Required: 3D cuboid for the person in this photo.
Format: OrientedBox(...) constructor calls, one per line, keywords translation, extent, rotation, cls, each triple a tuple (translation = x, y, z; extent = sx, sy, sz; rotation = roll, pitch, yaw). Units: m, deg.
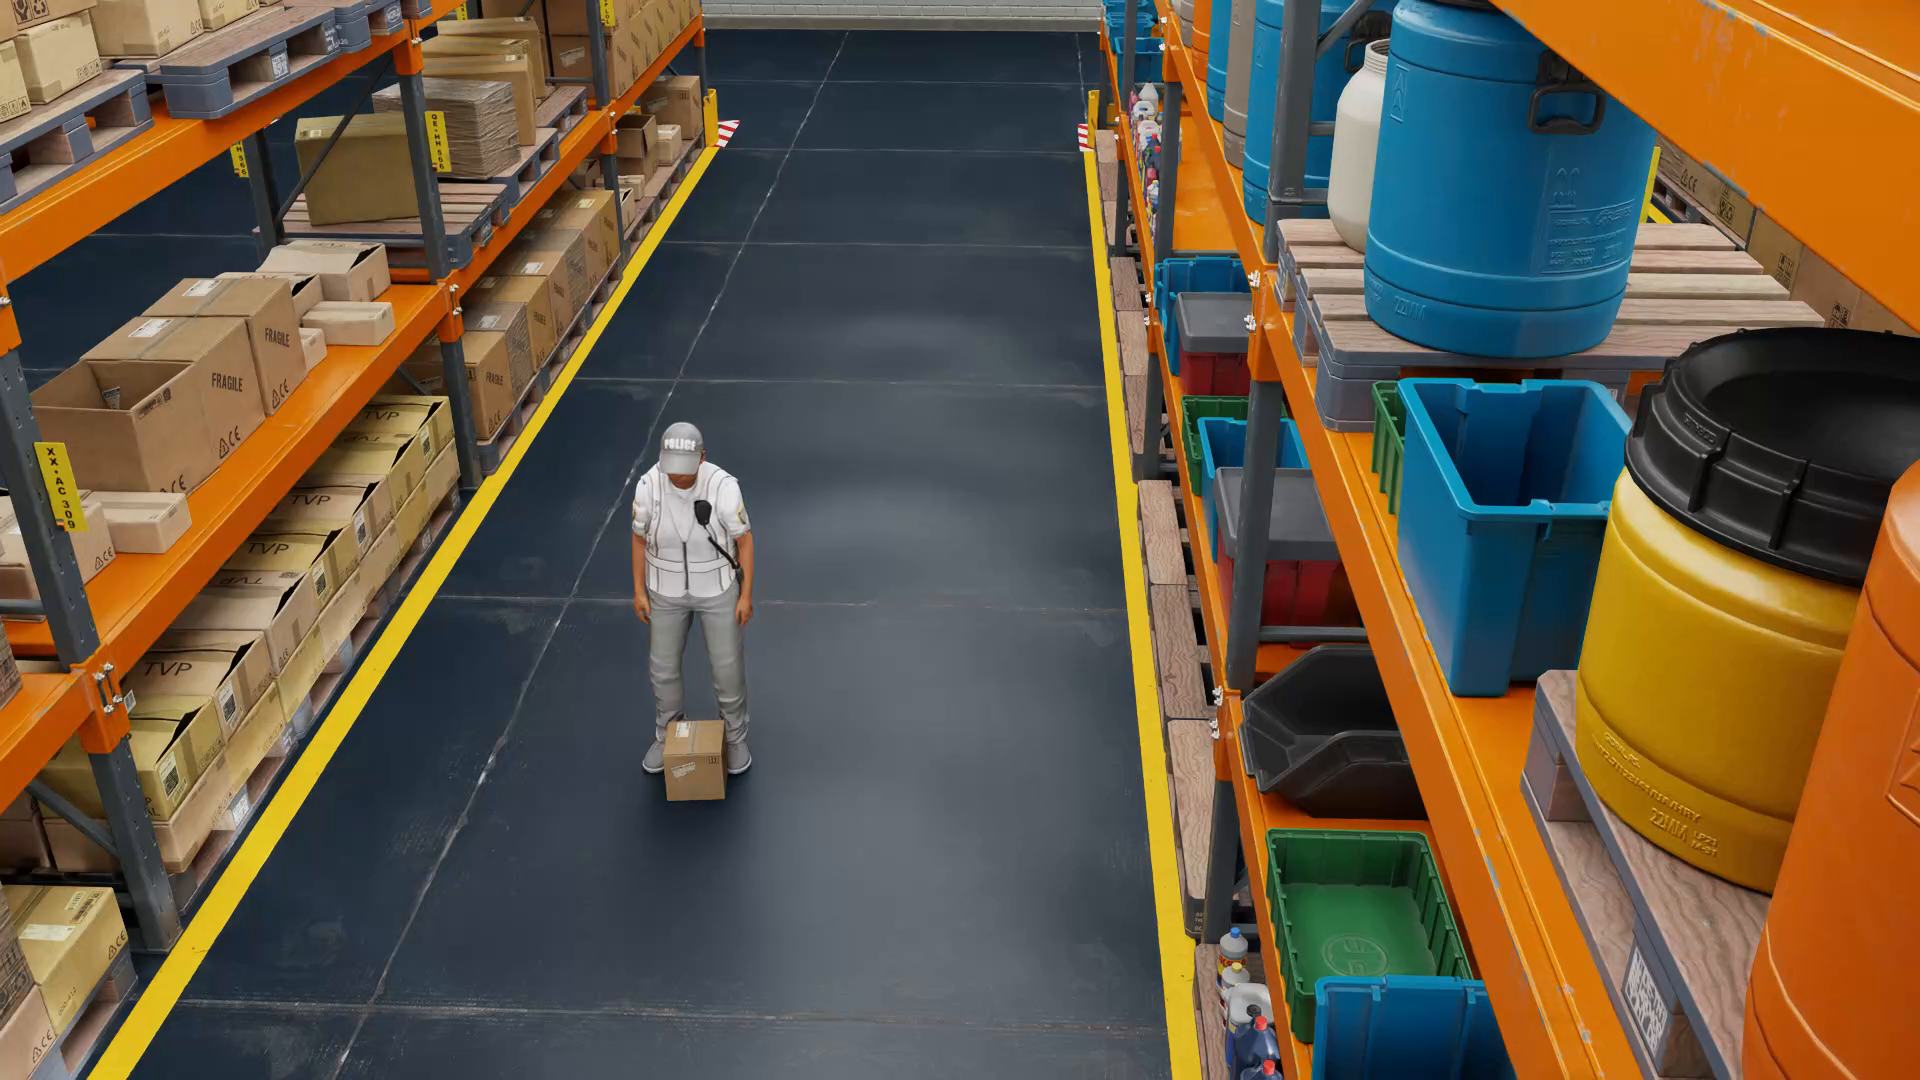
OrientedBox(translation=(-1.153, 0.240, 7.165), extent=(0.539, 1.667, 0.466), rotation=(1, 28, 2), cls="person")
